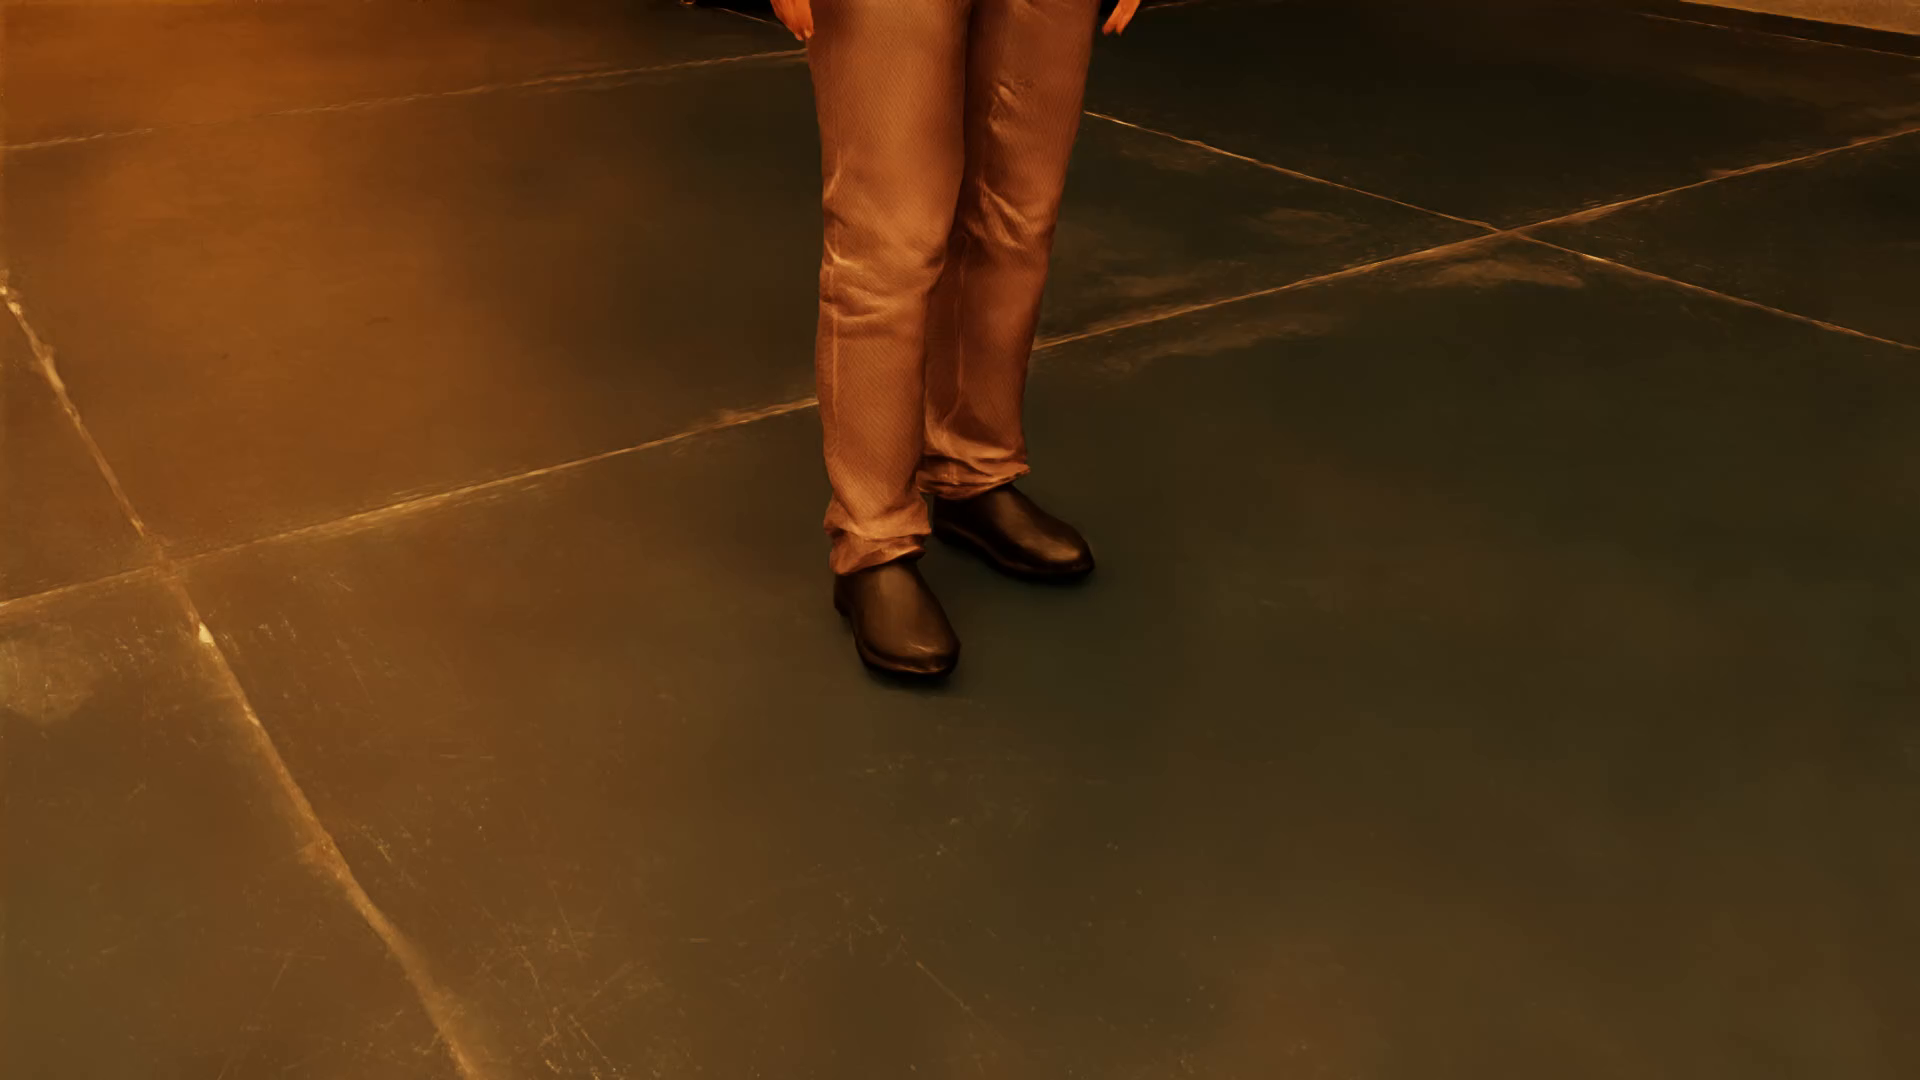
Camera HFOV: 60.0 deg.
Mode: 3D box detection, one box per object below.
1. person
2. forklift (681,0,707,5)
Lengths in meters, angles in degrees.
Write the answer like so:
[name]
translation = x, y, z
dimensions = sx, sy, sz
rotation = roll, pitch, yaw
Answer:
[person]
translation = 0.029, -0.718, 2.077
dimensions = 0.632, 1.649, 0.567
rotation = -17, 31, -31
[forklift]
translation = -0.764, -3.730, 6.667
dimensions = 3.031, 2.935, 1.130
rotation = 17, 32, 31
